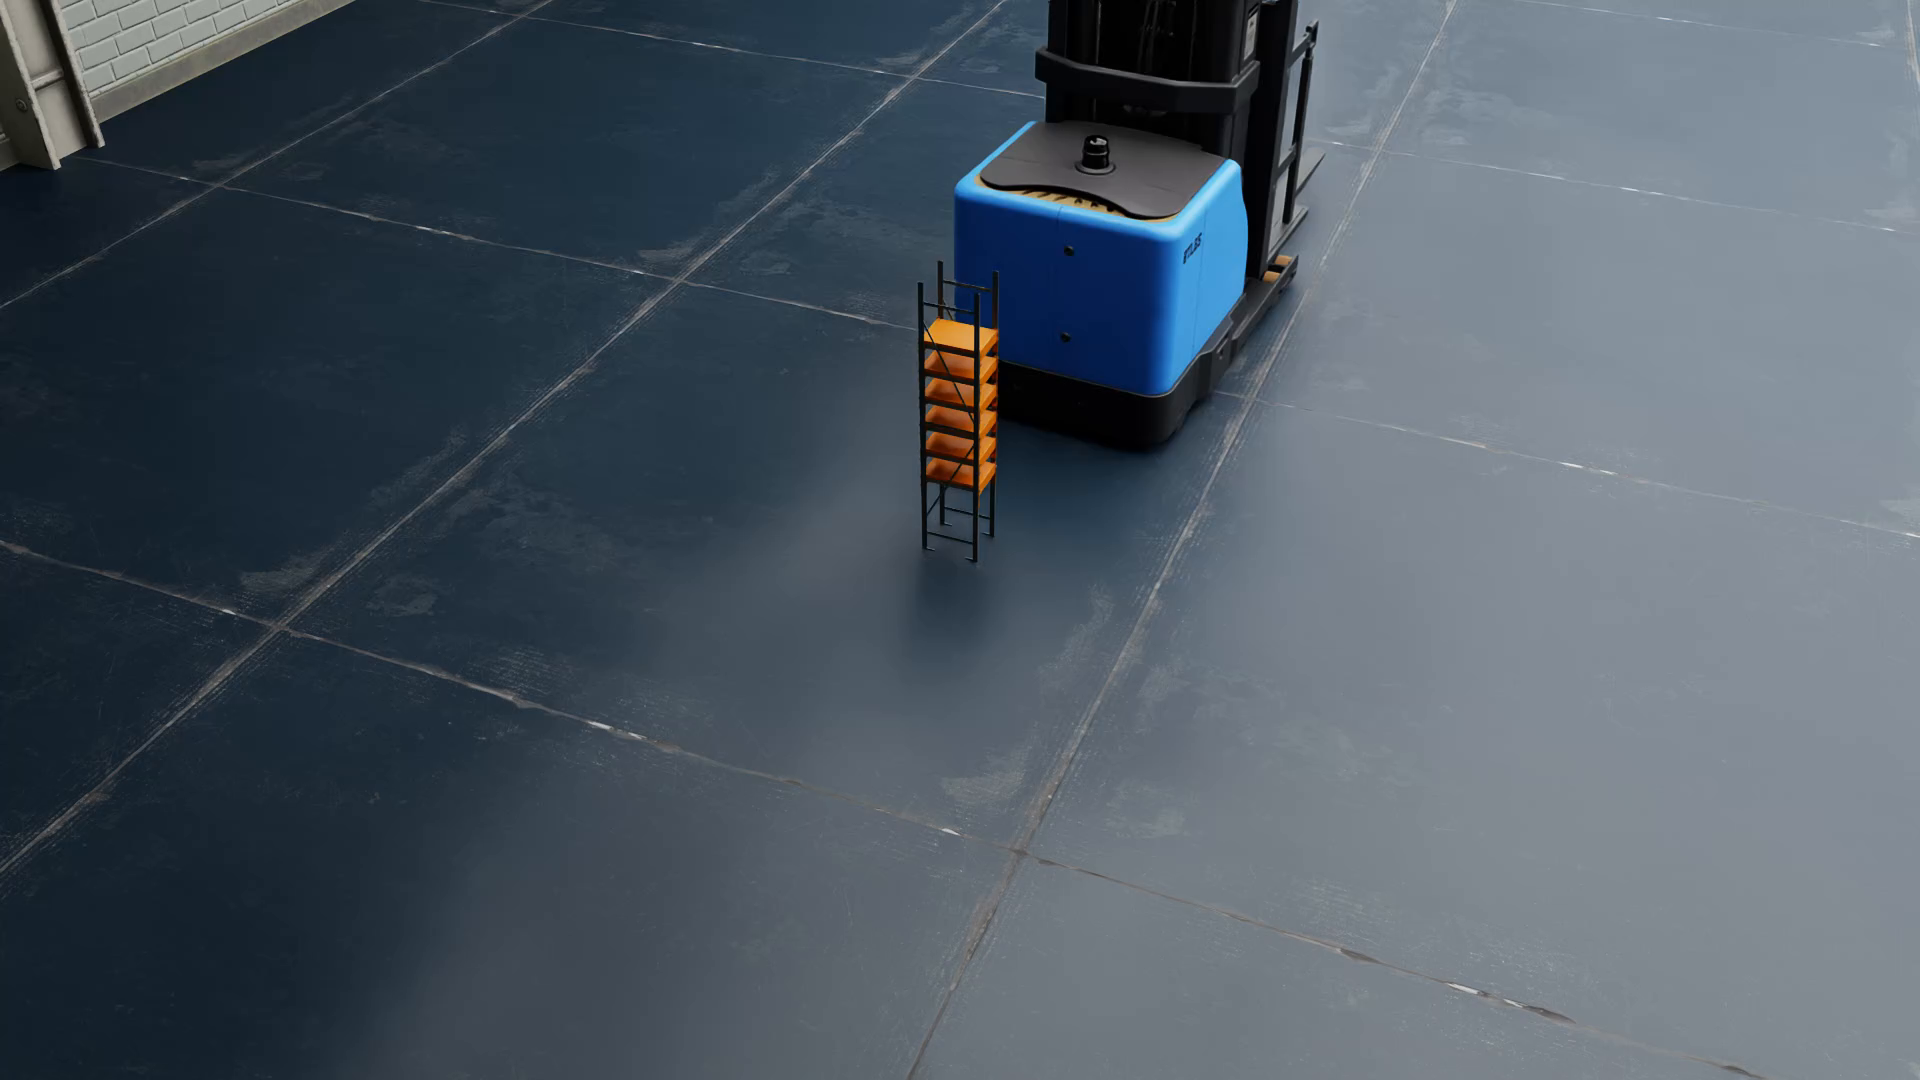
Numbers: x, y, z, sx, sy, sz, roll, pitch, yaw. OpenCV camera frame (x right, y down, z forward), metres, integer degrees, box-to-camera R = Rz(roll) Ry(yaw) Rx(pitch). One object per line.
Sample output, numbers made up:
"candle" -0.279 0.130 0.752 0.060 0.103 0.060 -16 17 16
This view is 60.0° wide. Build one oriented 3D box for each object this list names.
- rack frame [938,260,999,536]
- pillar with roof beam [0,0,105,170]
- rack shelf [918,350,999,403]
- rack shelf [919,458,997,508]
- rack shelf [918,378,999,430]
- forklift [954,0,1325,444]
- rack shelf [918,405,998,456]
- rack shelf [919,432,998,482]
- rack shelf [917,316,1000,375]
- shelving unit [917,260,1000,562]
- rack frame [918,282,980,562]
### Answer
"rack frame" 0.029 -0.523 6.448 0.240 1.200 0.006 14 39 18
"pillar with roof beam" -1.322 -4.906 5.798 9.100 9.000 0.400 14 39 18
"rack shelf" -0.006 -0.629 6.263 0.258 0.103 0.180 14 39 18
"rack shelf" -0.006 -0.245 6.550 0.258 0.103 0.180 14 39 18
"rack shelf" -0.006 -0.533 6.335 0.258 0.103 0.180 14 39 18
"forklift" 1.067 -2.459 7.592 1.130 2.935 3.031 17 40 21
"rack shelf" -0.006 -0.437 6.407 0.258 0.103 0.180 14 39 18
"rack shelf" -0.006 -0.341 6.479 0.258 0.103 0.180 14 39 18
"rack shelf" -0.006 -0.725 6.191 0.258 0.103 0.180 14 39 18
"shelving unit" -0.006 -0.473 6.380 0.258 1.200 0.189 14 39 18
"rack frame" -0.040 -0.422 6.312 0.240 1.200 0.006 14 39 18
